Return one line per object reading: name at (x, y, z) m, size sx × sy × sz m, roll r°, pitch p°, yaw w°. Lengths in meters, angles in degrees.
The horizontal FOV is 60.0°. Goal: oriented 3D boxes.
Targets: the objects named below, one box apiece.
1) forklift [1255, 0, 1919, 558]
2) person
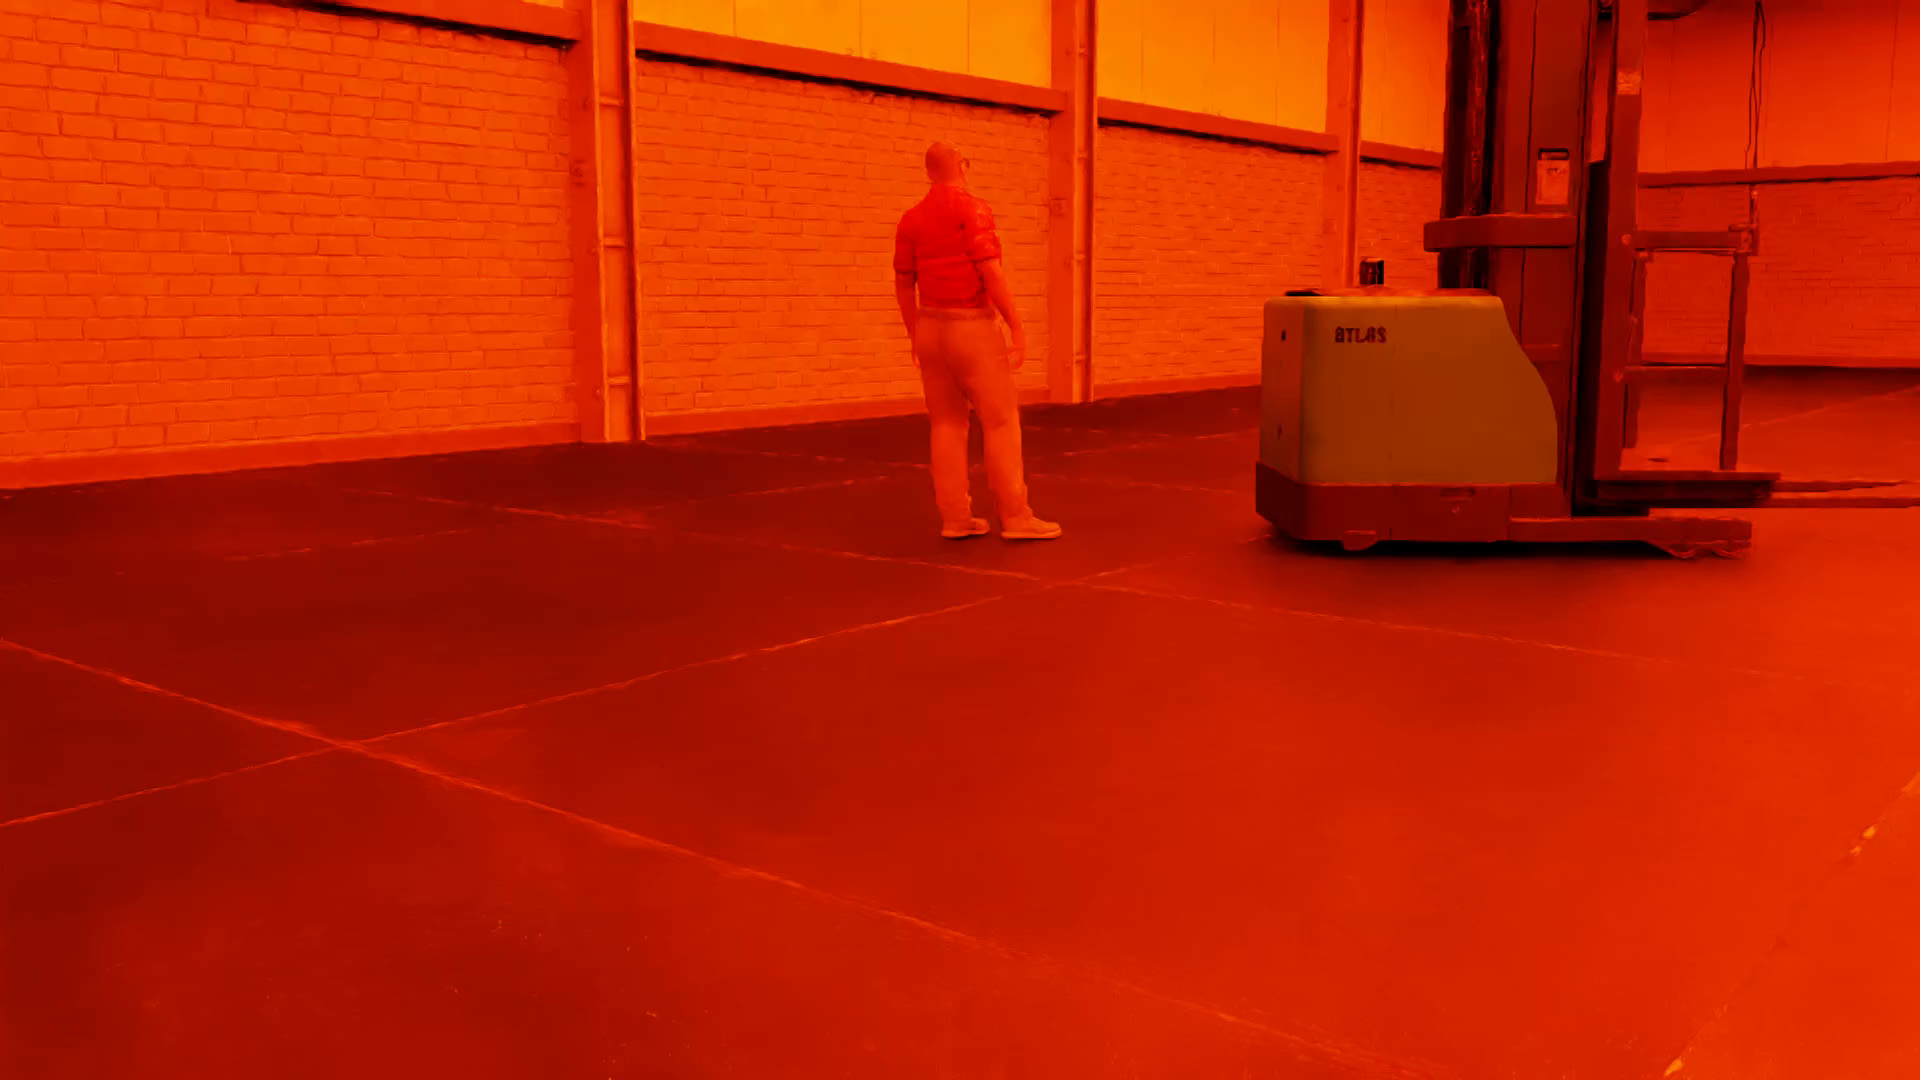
forklift at (2.910, -1.454, 7.219) m, size 3.031 × 2.935 × 1.130 m, roll 0°, pitch 8°, yaw -1°
person at (0.066, -0.872, 7.340) m, size 0.640 × 1.727 × 0.550 m, roll 7°, pitch 11°, yaw 38°
